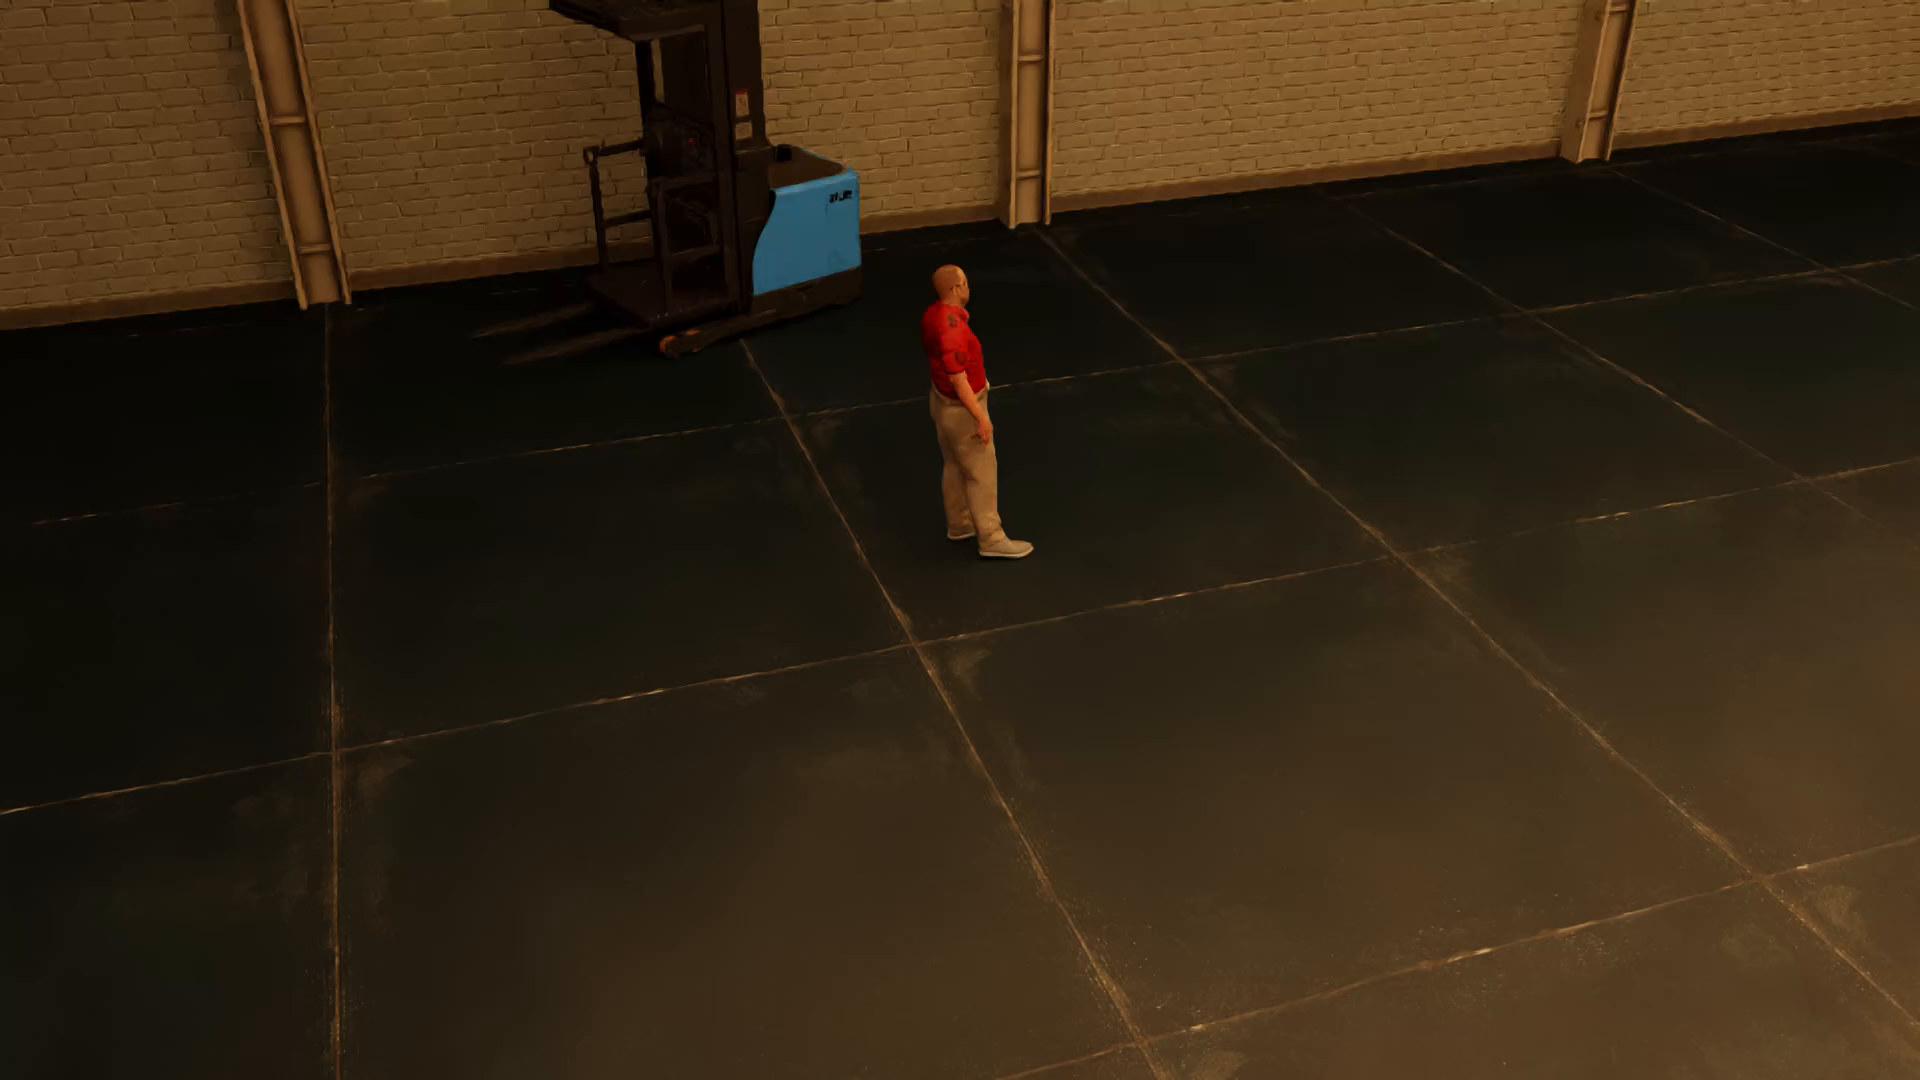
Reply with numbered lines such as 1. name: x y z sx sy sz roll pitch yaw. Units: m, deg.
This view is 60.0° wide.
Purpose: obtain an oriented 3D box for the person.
1. person: 0.089 -0.764 9.606 0.550 1.727 0.640 -10 31 -16

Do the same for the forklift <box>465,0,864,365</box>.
1. forklift: -2.237 -2.918 12.158 3.031 2.935 1.130 -22 36 -33
